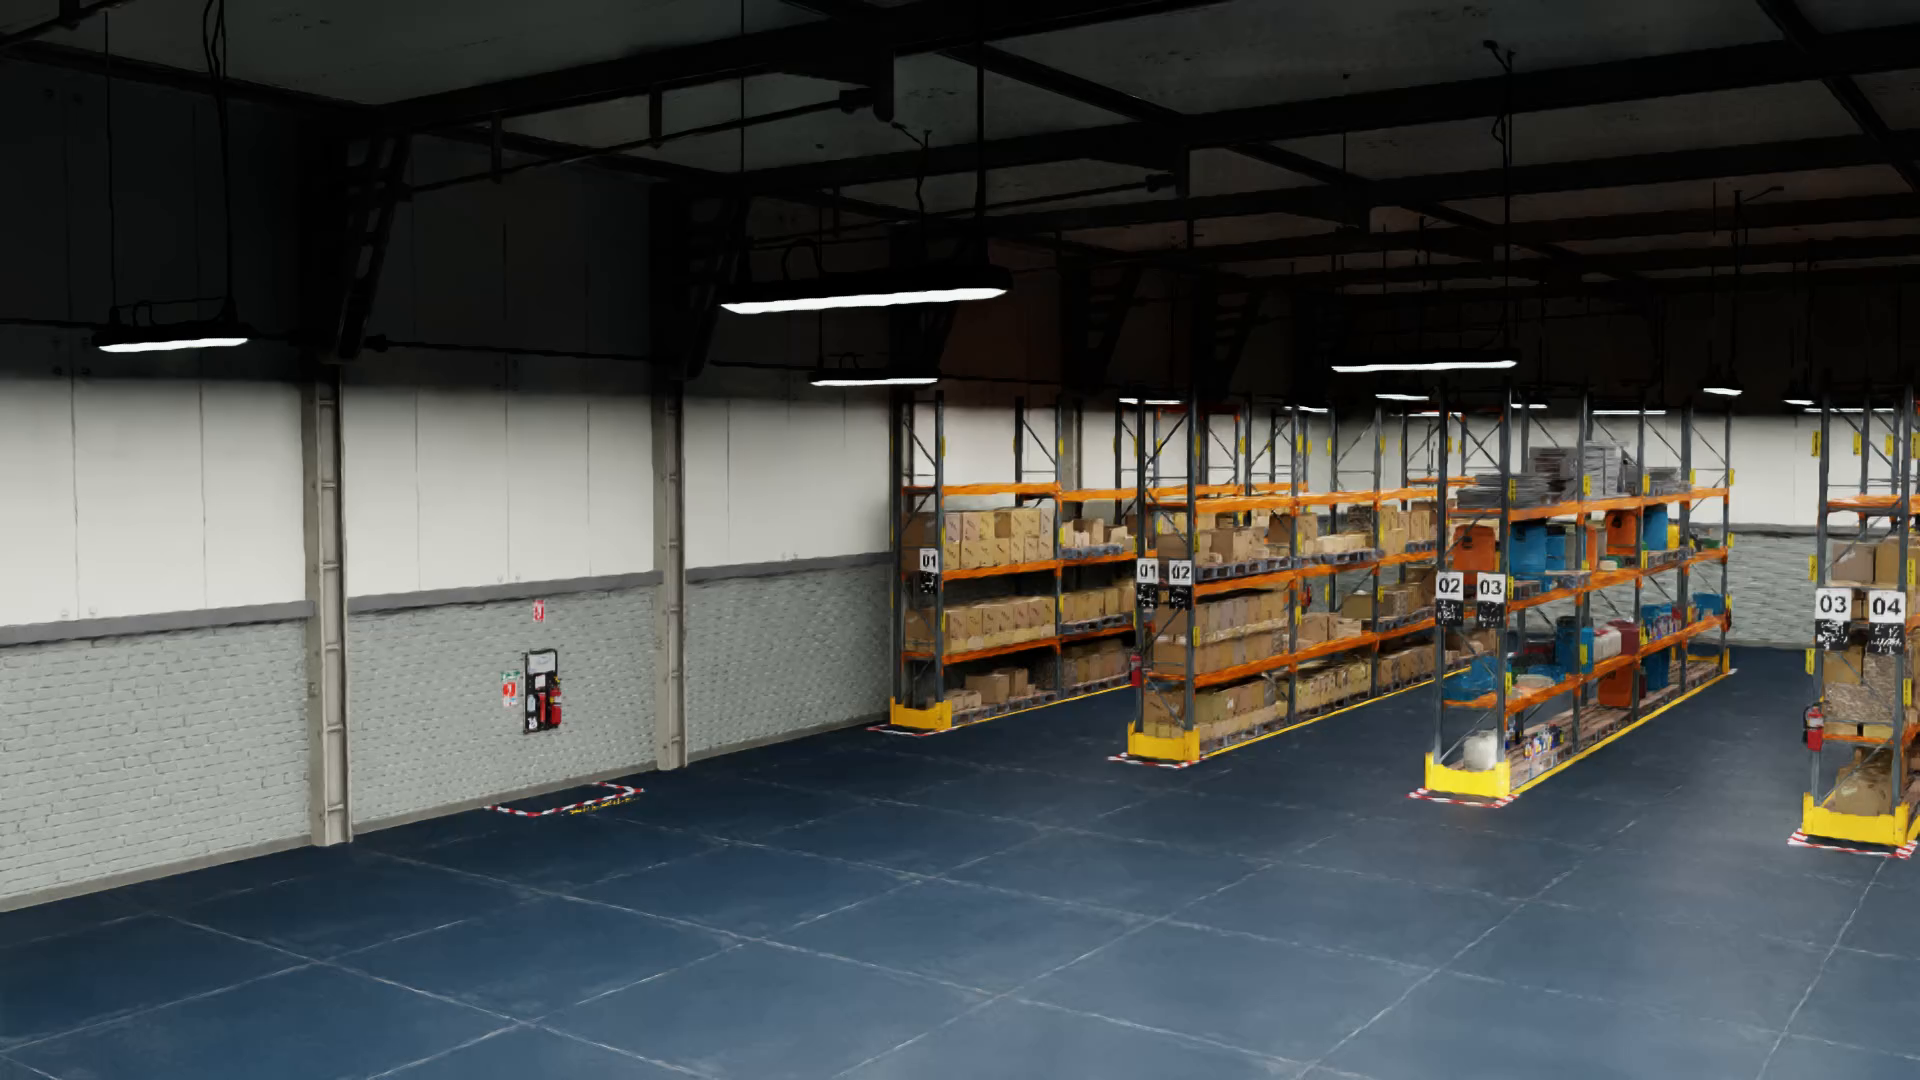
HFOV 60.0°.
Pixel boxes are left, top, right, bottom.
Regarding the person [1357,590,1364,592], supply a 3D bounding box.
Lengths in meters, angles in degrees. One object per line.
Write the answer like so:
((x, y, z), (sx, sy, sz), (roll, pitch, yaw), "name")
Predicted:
((9.235, 1.998, 38.204), (0.677, 1.725, 0.574), (2, 4, 33), "person")
